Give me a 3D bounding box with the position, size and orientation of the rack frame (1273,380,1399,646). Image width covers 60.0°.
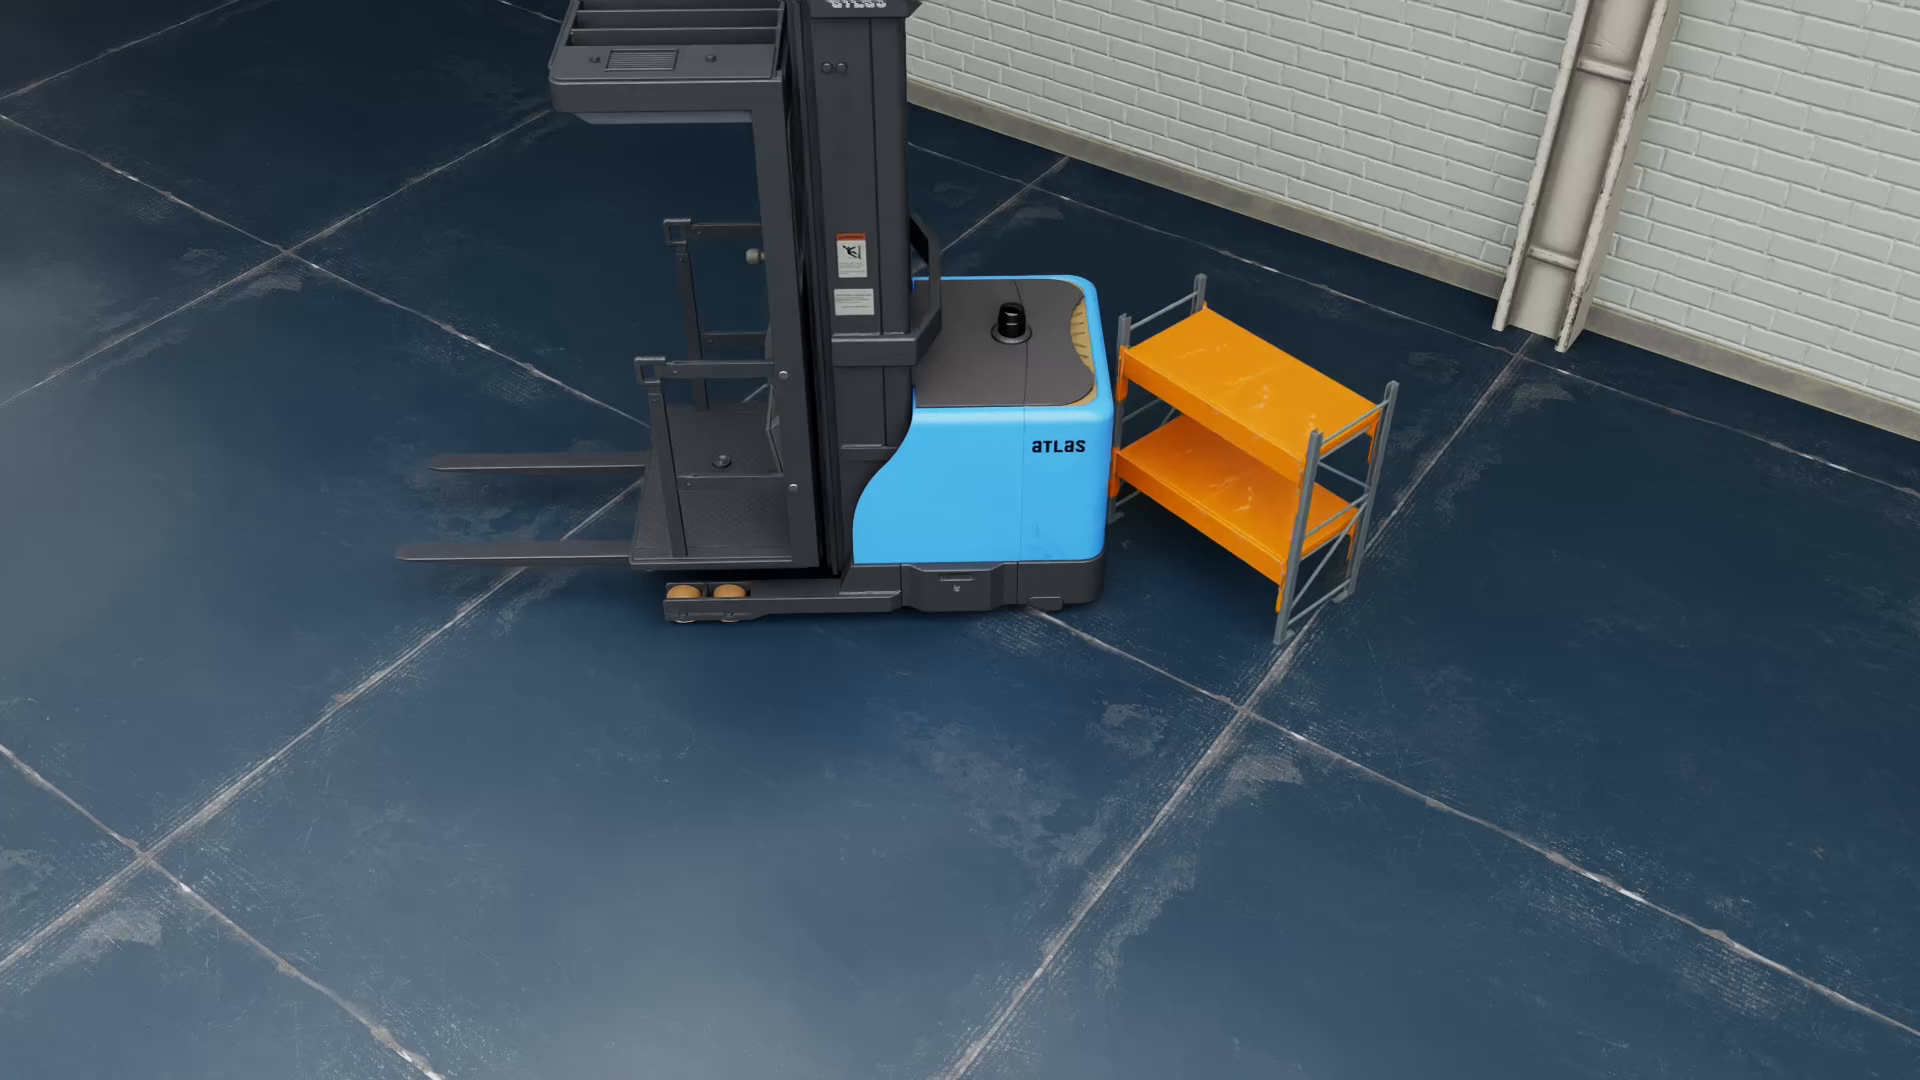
[{"bbox_3d":[1.518,-0.090,6.755,0.500,1.125,0.032,-30,50,-29],"label":"rack frame"}]

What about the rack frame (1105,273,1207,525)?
[{"bbox_3d":[0.852,-0.601,7.327,0.500,1.125,0.032,-30,50,-29],"label":"rack frame"}]

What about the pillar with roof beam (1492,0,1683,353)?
[{"bbox_3d":[0.573,-2.127,3.127,0.400,9.000,9.100,25,48,25],"label":"pillar with roof beam"}]

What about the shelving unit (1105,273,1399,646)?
[{"bbox_3d":[1.185,-0.346,7.041,0.538,1.125,1.048,-30,50,-29],"label":"shelving unit"}]

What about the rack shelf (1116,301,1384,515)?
[{"bbox_3d":[1.185,-0.564,6.846,0.538,0.278,1.000,-30,50,-29],"label":"rack shelf"}]

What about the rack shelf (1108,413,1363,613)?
[{"bbox_3d":[1.185,-0.163,7.204,0.538,0.278,1.000,-30,50,-29],"label":"rack shelf"}]

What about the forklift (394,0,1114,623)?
[{"bbox_3d":[-0.906,-1.097,6.526,3.031,2.935,1.130,-1,42,-1],"label":"forklift"}]
